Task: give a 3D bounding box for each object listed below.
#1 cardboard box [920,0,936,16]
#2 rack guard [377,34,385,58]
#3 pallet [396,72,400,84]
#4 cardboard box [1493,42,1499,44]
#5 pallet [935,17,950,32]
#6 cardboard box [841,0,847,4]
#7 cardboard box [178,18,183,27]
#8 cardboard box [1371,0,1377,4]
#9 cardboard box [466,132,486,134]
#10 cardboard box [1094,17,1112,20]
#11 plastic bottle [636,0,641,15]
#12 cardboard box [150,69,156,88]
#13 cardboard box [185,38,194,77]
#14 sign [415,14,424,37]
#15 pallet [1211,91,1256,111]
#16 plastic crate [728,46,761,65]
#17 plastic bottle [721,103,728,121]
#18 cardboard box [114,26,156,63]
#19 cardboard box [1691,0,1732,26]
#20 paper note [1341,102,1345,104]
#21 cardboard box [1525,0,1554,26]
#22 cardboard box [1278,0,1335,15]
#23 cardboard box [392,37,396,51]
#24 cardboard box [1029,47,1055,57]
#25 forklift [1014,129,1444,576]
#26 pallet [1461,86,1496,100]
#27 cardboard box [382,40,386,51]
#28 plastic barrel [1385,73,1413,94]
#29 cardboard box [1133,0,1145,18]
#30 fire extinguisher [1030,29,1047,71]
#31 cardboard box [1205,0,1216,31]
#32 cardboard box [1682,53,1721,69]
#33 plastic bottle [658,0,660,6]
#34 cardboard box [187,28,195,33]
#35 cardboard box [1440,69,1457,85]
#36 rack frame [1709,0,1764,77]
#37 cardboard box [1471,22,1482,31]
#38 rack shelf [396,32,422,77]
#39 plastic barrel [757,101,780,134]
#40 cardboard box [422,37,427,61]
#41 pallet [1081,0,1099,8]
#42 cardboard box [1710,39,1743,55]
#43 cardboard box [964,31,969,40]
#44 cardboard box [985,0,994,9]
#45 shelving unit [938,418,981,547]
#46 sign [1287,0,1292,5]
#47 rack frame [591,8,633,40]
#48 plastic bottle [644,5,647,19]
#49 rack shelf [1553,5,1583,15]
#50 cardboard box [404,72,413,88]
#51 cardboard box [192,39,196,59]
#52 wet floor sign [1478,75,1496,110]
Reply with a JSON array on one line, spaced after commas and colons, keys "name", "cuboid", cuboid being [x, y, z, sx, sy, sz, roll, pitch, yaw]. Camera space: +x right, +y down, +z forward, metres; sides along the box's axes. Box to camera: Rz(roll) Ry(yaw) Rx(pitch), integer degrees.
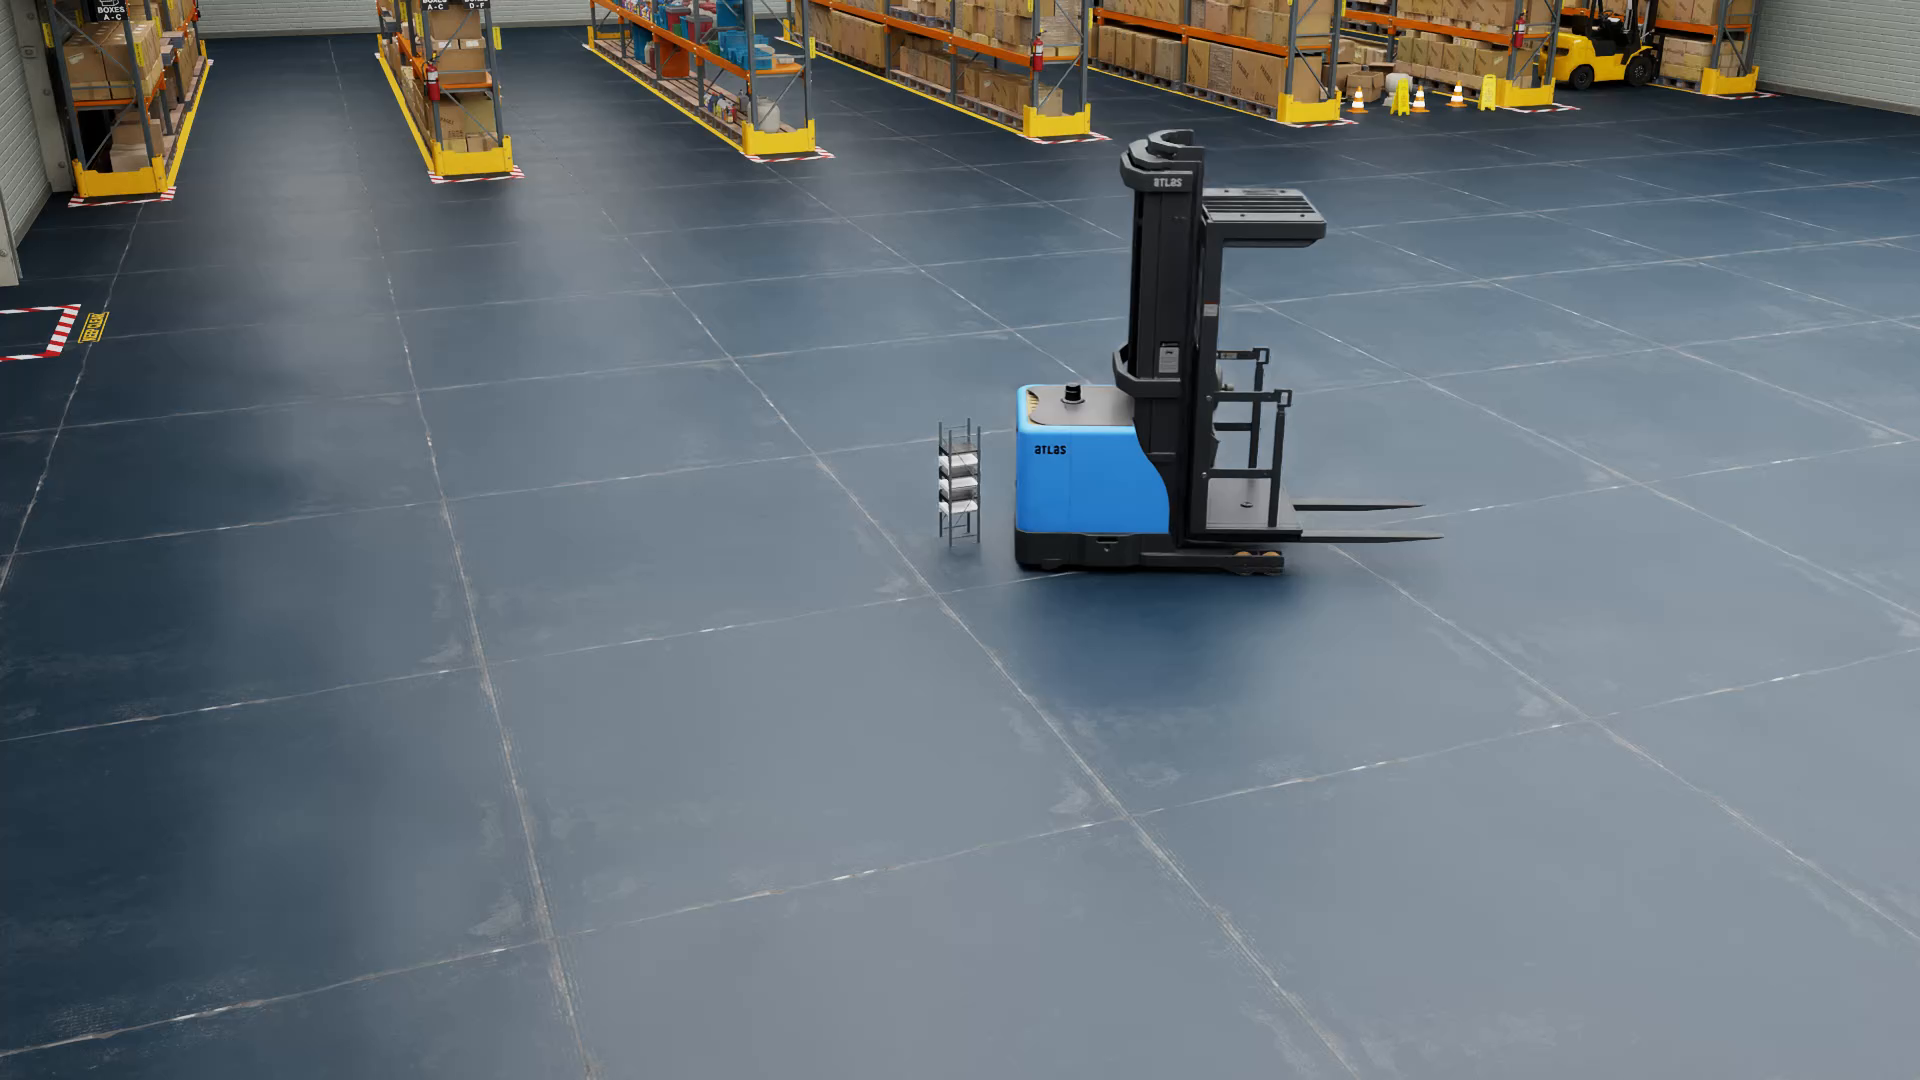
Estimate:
[{"name": "cardboard box", "cuboid": [-0.396, -10.781, 33.294, 0.797, 0.503, 0.637, -6, 24, -14]}, {"name": "rack guard", "cuboid": [-13.179, -11.746, 39.474, 1.175, 0.500, 0.348, -8, 24, -19]}, {"name": "pallet", "cuboid": [-11.470, -9.896, 35.459, 1.003, 0.211, 1.213, -8, 24, -19]}, {"name": "cardboard box", "cuboid": [10.593, -9.814, 33.706, 0.500, 0.500, 0.500, -8, 24, -18]}, {"name": "pallet", "cuboid": [0.169, -10.132, 32.674, 1.003, 0.211, 1.213, -8, 24, -19]}, {"name": "cardboard box", "cuboid": [-2.417, -12.492, 37.897, 0.500, 0.500, 0.500, -8, 24, -19]}, {"name": "cardboard box", "cuboid": [-15.732, -10.324, 33.179, 0.380, 0.149, 0.250, -8, 24, -19]}, {"name": "cardboard box", "cuboid": [9.057, -11.608, 35.711, 0.380, 0.149, 0.250, -9, 25, -21]}, {"name": "cardboard box", "cuboid": [-7.715, -6.445, 26.678, 0.500, 0.250, 0.500, -8, 24, -19]}, {"name": "cardboard box", "cuboid": [3.369, -11.875, 38.275, 0.500, 0.250, 0.500, -9, 24, -20]}, {"name": "plastic bottle", "cuboid": [-6.820, -11.357, 35.397, 0.144, 0.351, 0.185, -8, 24, -19]}, {"name": "cardboard box", "cuboid": [-12.433, -6.964, 25.079, 0.500, 0.250, 0.500, -9, 24, -20]}, {"name": "cardboard box", "cuboid": [-16.074, -9.775, 33.808, 0.750, 0.750, 0.750, -8, 24, -18]}, {"name": "sign", "cuboid": [-8.066, -7.685, 24.825, 0.100, 0.325, 0.005, -8, 24, -19]}, {"name": "pallet", "cuboid": [5.609, -8.551, 32.266, 1.003, 0.211, 1.213, -8, 24, -19]}, {"name": "plastic crate", "cuboid": [-3.599, -8.099, 27.795, 0.499, 0.251, 0.408, -8, 24, -19]}, {"name": "plastic bottle", "cuboid": [-4.089, -7.490, 29.100, 0.152, 0.276, 0.135, -9, 24, -20]}, {"name": "cardboard box", "cuboid": [-12.794, -7.675, 25.800, 0.500, 0.500, 0.500, -9, 24, -21]}, {"name": "cardboard box", "cuboid": [15.209, -10.700, 33.647, 0.500, 0.500, 0.500, -9, 24, -20]}, {"name": "paper note", "cuboid": [7.441, -8.532, 32.456, 0.144, 0.017, 0.142, 0, 23, -1]}, {"name": "cardboard box", "cuboid": [11.079, -10.223, 32.130, 0.500, 0.500, 0.500, -9, 24, -20]}, {"name": "cardboard box", "cuboid": [6.297, -9.820, 30.104, 0.875, 0.550, 0.550, -8, 24, -19]}, {"name": "cardboard box", "cuboid": [-11.496, -10.296, 34.502, 0.500, 0.250, 0.500, -8, 24, -19]}, {"name": "cardboard box", "cuboid": [1.422, -8.429, 28.710, 0.380, 0.149, 0.250, -8, 24, -19]}, {"name": "forklift", "cuboid": [1.911, -1.308, 11.579, 3.031, 2.935, 1.130, 0, 23, 1]}, {"name": "pallet", "cuboid": [10.706, -8.872, 33.028, 1.003, 0.211, 1.213, -8, 24, -19]}, {"name": "cardboard box", "cuboid": [-13.102, -11.443, 38.511, 0.500, 0.250, 0.500, -8, 24, -19]}, {"name": "plastic barrel", "cuboid": [8.841, -9.185, 33.497, 0.512, 0.421, 0.421, 8, 24, 18]}, {"name": "cardboard box", "cuboid": [4.005, -11.317, 35.110, 0.500, 0.500, 0.500, -9, 24, -20]}, {"name": "fire extinguisher", "cuboid": [1.325, -8.329, 28.249, 0.296, 0.674, 0.183, -8, 24, -19]}, {"name": "cardboard box", "cuboid": [5.335, -10.307, 32.648, 0.875, 0.550, 0.550, -8, 24, -19]}, {"name": "cardboard box", "cuboid": [15.165, -9.802, 34.001, 0.500, 0.250, 0.500, -9, 24, -20]}, {"name": "plastic bottle", "cuboid": [-6.518, -11.652, 36.199, 0.097, 0.271, 0.097, 0, 23, 0]}, {"name": "cardboard box", "cuboid": [-17.282, -11.323, 37.094, 0.380, 0.149, 0.250, -9, 24, -20]}, {"name": "cardboard box", "cuboid": [10.084, -9.391, 33.669, 0.500, 0.250, 0.500, -9, 25, -21]}, {"name": "rack frame", "cuboid": [15.629, -10.512, 33.328, 1.000, 3.000, 0.127, -8, 24, -19]}, {"name": "cardboard box", "cuboid": [10.271, -10.082, 32.633, 0.380, 0.149, 0.250, -8, 24, -18]}, {"name": "rack shelf", "cuboid": [-9.673, -8.960, 30.573, 1.077, 0.370, 4.000, -8, 24, -19]}, {"name": "plastic barrel", "cuboid": [-3.222, -7.066, 27.814, 0.421, 0.512, 0.421, 0, 23, 0]}, {"name": "cardboard box", "cuboid": [-8.611, -8.260, 27.857, 0.700, 0.500, 0.500, -9, 24, -20]}, {"name": "pallet", "cuboid": [3.214, -12.176, 37.524, 1.213, 0.211, 1.003, -8, 24, -19]}, {"name": "cardboard box", "cuboid": [15.636, -10.099, 34.062, 0.500, 0.250, 0.500, -9, 24, -20]}, {"name": "cardboard box", "cuboid": [0.287, -9.508, 31.270, 0.380, 0.149, 0.250, -8, 24, -19]}, {"name": "cardboard box", "cuboid": [0.765, -9.825, 29.900, 0.500, 0.500, 0.500, -8, 24, -19]}, {"name": "shelving unit", "cuboid": [-0.003, -0.418, 12.082, 0.258, 0.900, 0.210, -8, 24, -19]}, {"name": "sign", "cuboid": [5.879, -9.687, 29.575, 0.100, 0.325, 0.005, -8, 24, -19]}, {"name": "rack frame", "cuboid": [-8.570, -13.604, 40.664, 1.000, 3.000, 0.127, -8, 24, -19]}, {"name": "plastic bottle", "cuboid": [-6.529, -10.996, 34.642, 0.097, 0.271, 0.097, 0, 23, 0]}, {"name": "rack shelf", "cuboid": [13.509, -12.360, 38.640, 1.077, 0.370, 4.000, -8, 24, -19]}, {"name": "cardboard box", "cuboid": [-10.098, -8.597, 31.064, 0.500, 0.311, 0.500, -9, 24, -20]}, {"name": "cardboard box", "cuboid": [-17.143, -10.681, 36.407, 0.700, 0.500, 0.500, -9, 25, -21]}, {"name": "wet floor sign", "cuboid": [10.053, -8.528, 31.654, 0.267, 0.644, 0.232, 0, 23, -1]}]
